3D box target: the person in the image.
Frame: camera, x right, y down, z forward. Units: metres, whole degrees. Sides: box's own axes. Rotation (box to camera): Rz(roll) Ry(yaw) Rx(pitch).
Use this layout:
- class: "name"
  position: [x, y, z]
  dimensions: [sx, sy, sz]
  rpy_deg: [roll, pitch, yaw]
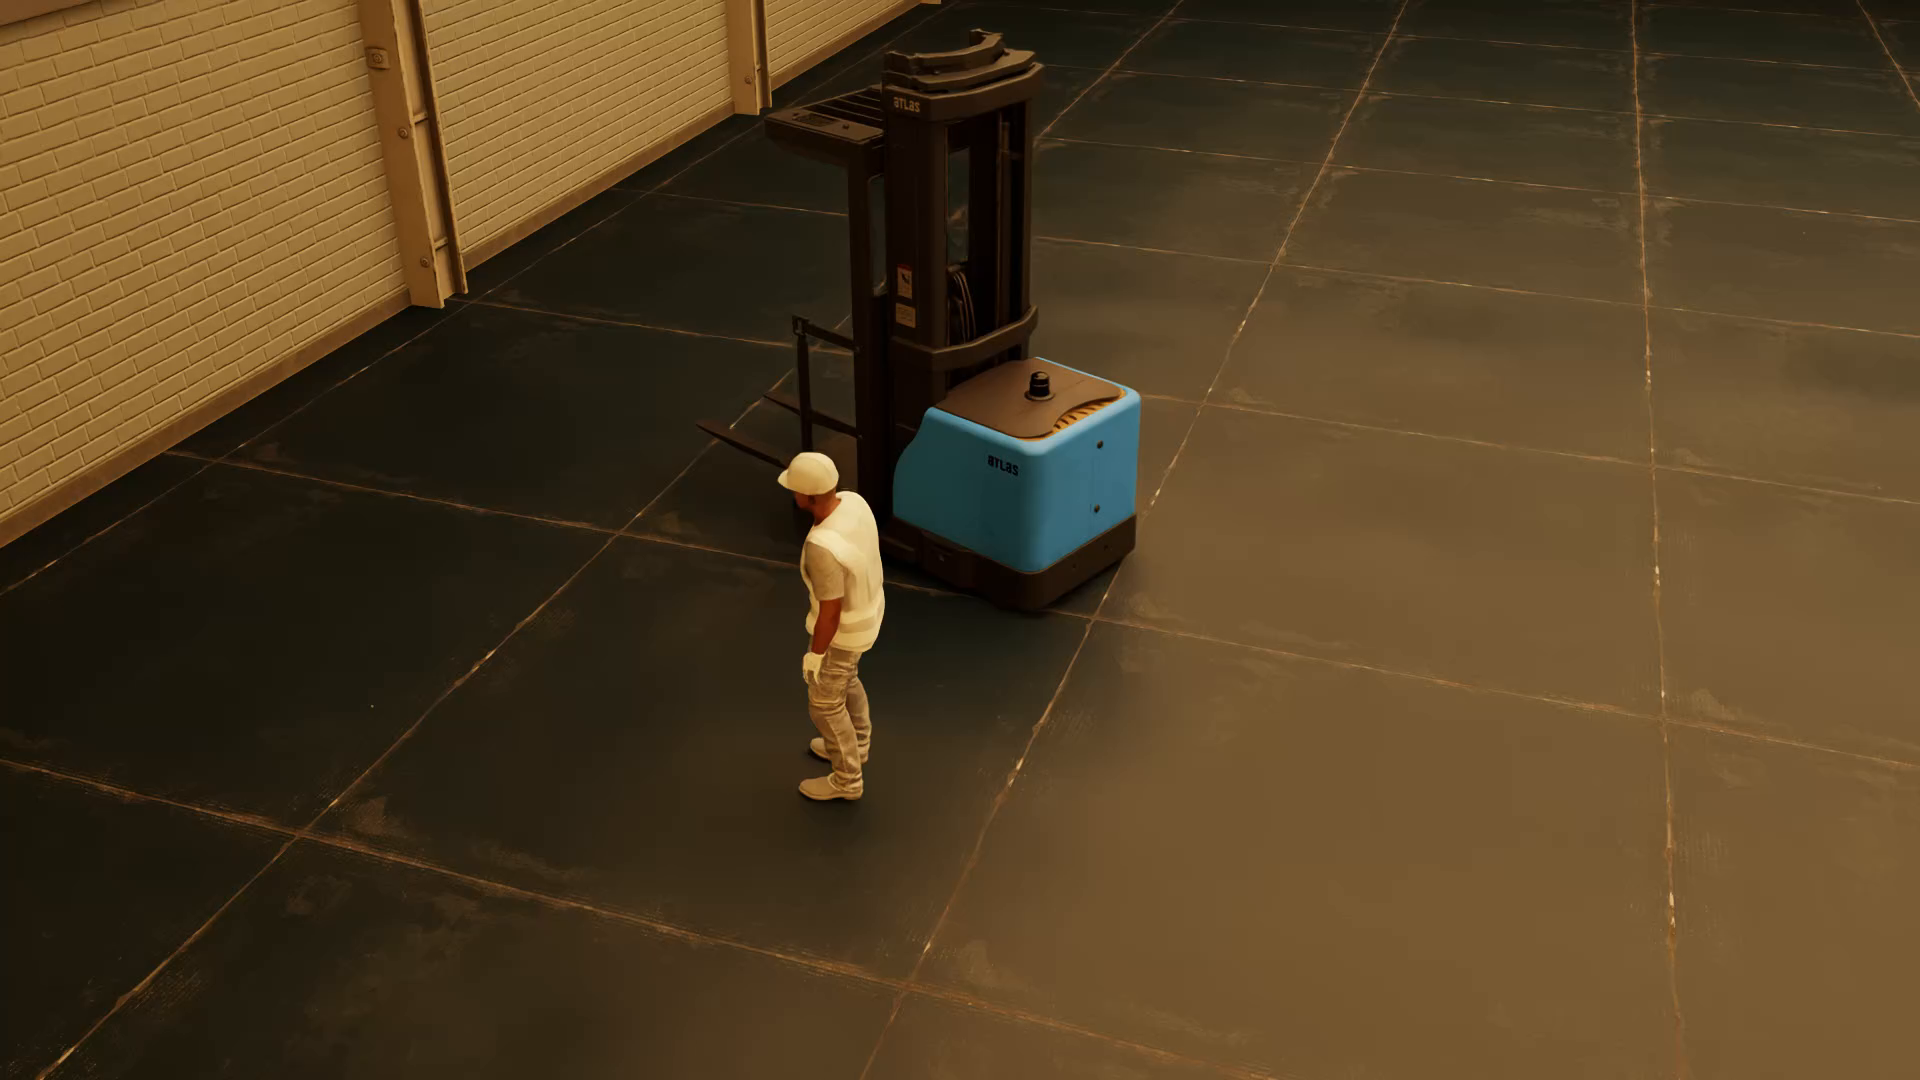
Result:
- class: "person"
  position: [-0.575, 0.387, 7.631]
  dimensions: [0.439, 1.772, 0.663]
  rpy_deg: [6, 30, 10]

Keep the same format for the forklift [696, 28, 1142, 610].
- class: "forklift"
  position: [-0.395, -1.485, 9.742]
  dimensions: [3.031, 2.935, 1.130]
  rpy_deg: [23, 37, 35]
